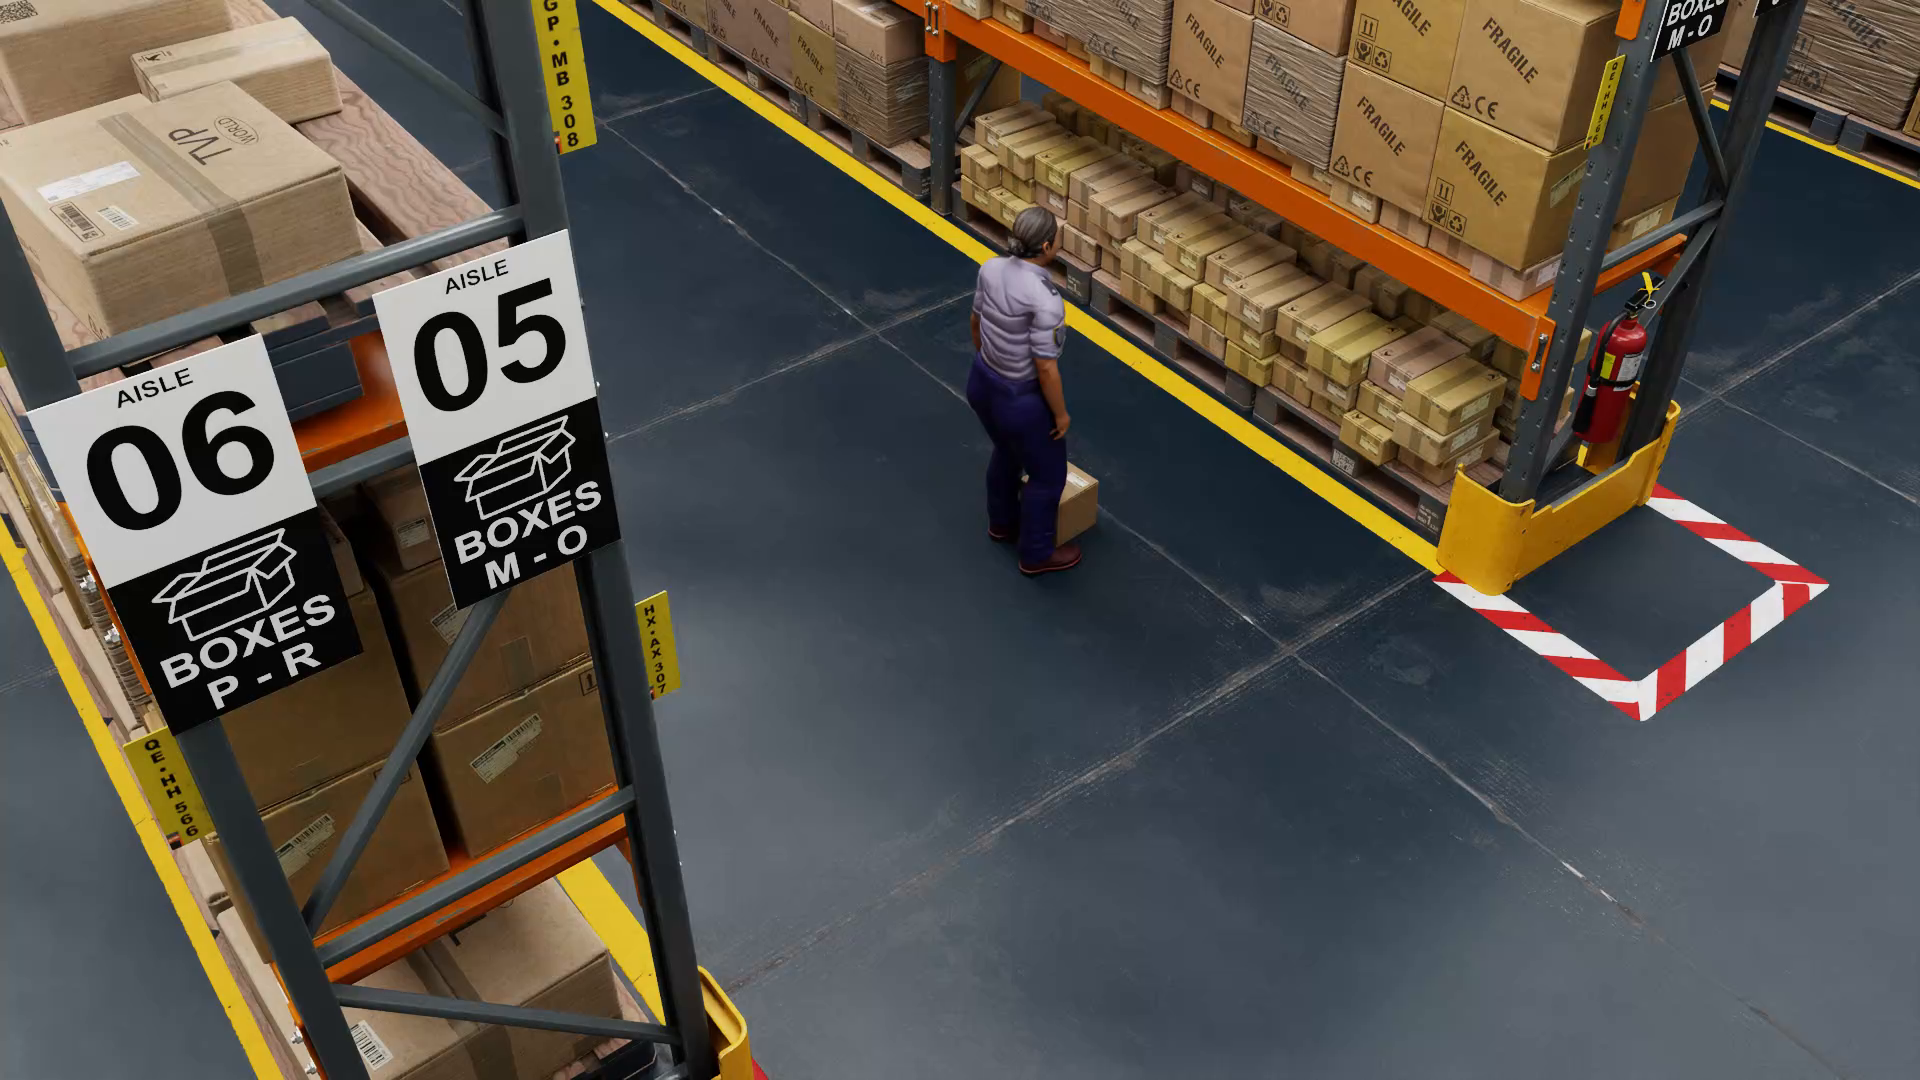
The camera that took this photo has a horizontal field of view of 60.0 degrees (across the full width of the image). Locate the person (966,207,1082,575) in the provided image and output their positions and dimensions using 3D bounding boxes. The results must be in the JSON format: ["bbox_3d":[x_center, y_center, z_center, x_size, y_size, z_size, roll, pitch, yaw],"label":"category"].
[{"bbox_3d":[0.271,-0.613,6.880,0.417,1.651,0.537,-26,47,-27],"label":"person"}]
